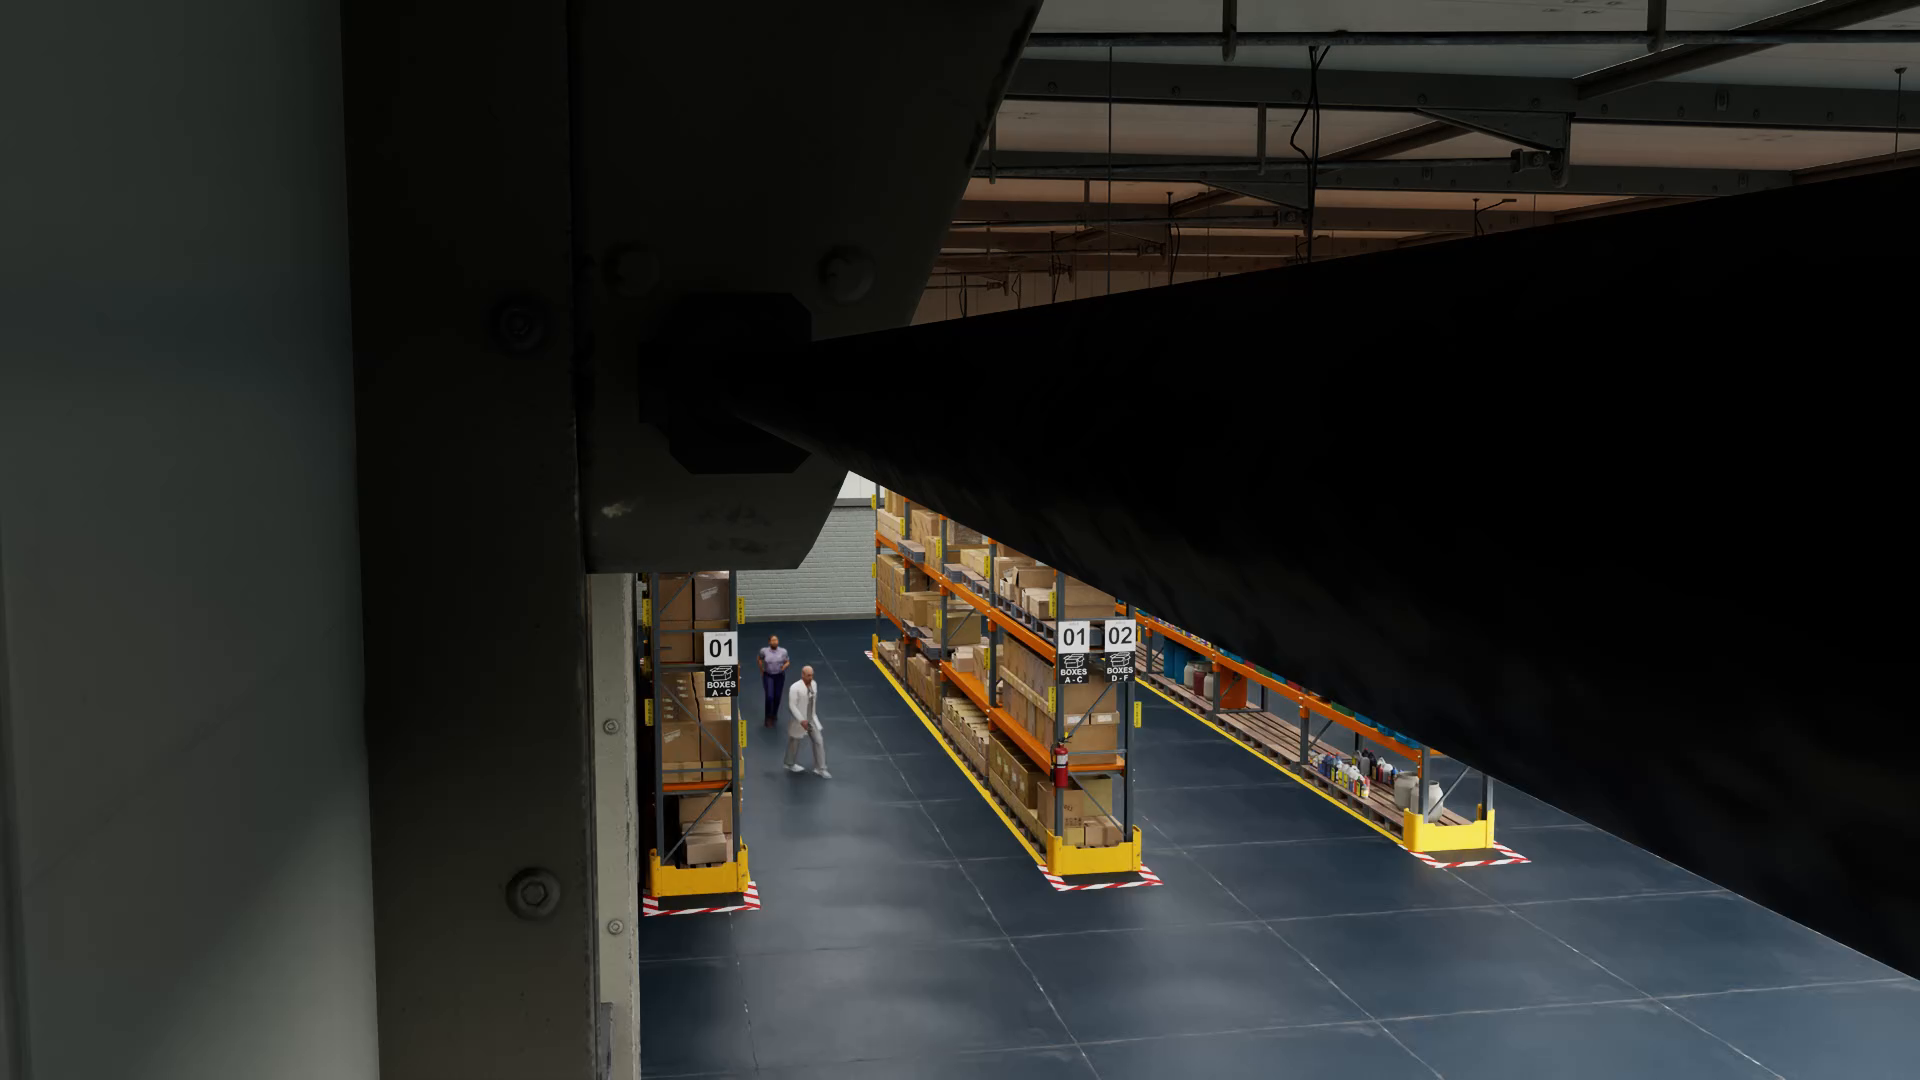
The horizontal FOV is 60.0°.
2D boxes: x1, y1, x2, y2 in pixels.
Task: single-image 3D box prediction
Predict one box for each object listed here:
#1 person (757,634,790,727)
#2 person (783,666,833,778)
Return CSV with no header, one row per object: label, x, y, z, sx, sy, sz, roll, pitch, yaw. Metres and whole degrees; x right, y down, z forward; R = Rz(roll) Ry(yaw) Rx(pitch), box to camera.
person,-3.311,2.492,29.625,0.555,1.656,0.775,-2,6,-15
person,-2.464,2.852,25.909,0.620,1.783,0.888,-5,8,-40
